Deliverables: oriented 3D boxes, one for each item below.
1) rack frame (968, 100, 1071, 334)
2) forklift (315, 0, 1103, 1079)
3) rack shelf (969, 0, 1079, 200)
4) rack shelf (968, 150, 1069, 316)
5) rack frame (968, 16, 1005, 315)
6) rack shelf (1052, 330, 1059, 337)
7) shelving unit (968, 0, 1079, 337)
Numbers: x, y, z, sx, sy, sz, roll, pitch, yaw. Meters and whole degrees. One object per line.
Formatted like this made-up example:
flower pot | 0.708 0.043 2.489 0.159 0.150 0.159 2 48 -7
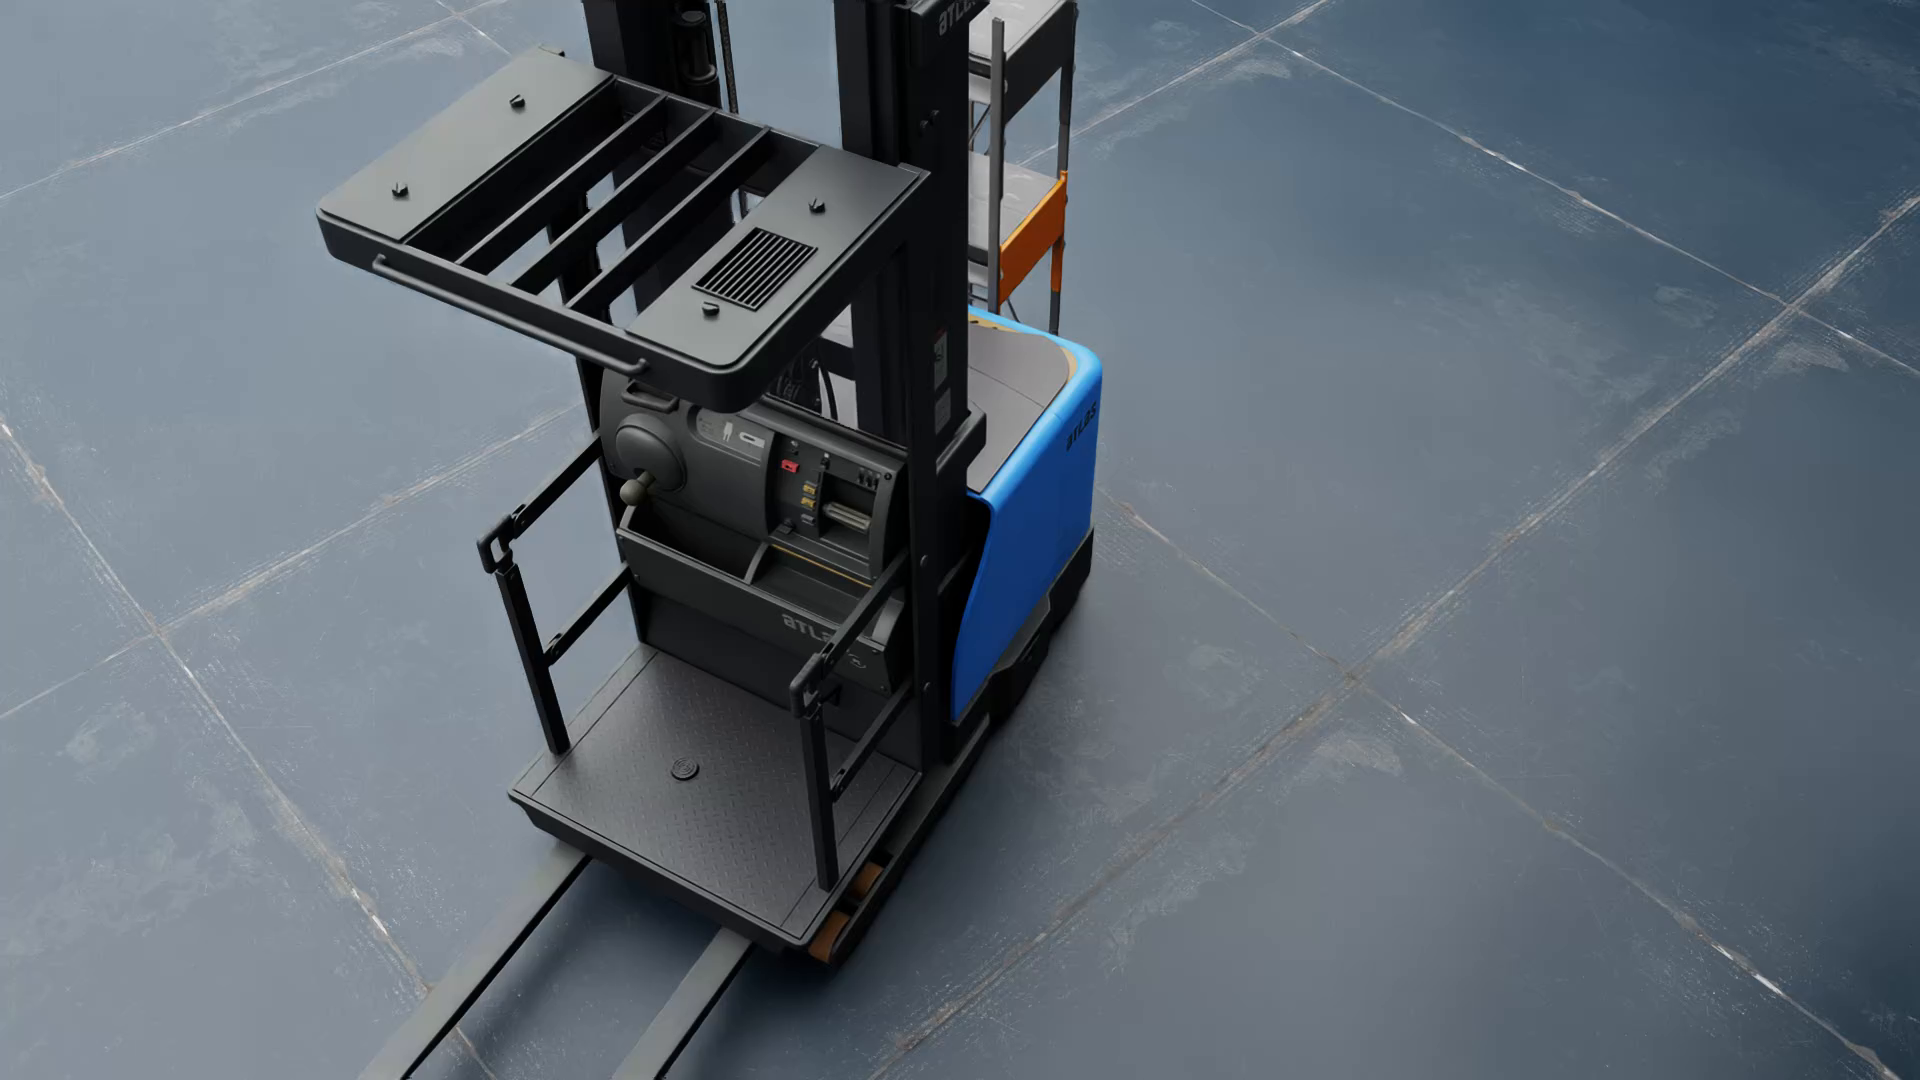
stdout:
rack frame | 0.189 -1.162 5.894 0.400 2.100 0.015 22 51 19
forklift | -0.683 -0.098 4.346 1.130 2.935 3.031 22 51 19
rack shelf | 0.070 -1.471 5.245 0.431 0.518 0.480 22 51 19
rack shelf | 0.070 -0.997 5.759 0.431 0.518 0.480 22 51 19
rack frame | -0.050 -0.849 5.605 0.400 2.100 0.015 22 51 19
rack shelf | 0.070 -0.522 6.274 0.431 0.518 0.480 22 51 19
shelving unit | 0.070 -1.006 5.749 0.431 2.100 0.503 22 51 19
